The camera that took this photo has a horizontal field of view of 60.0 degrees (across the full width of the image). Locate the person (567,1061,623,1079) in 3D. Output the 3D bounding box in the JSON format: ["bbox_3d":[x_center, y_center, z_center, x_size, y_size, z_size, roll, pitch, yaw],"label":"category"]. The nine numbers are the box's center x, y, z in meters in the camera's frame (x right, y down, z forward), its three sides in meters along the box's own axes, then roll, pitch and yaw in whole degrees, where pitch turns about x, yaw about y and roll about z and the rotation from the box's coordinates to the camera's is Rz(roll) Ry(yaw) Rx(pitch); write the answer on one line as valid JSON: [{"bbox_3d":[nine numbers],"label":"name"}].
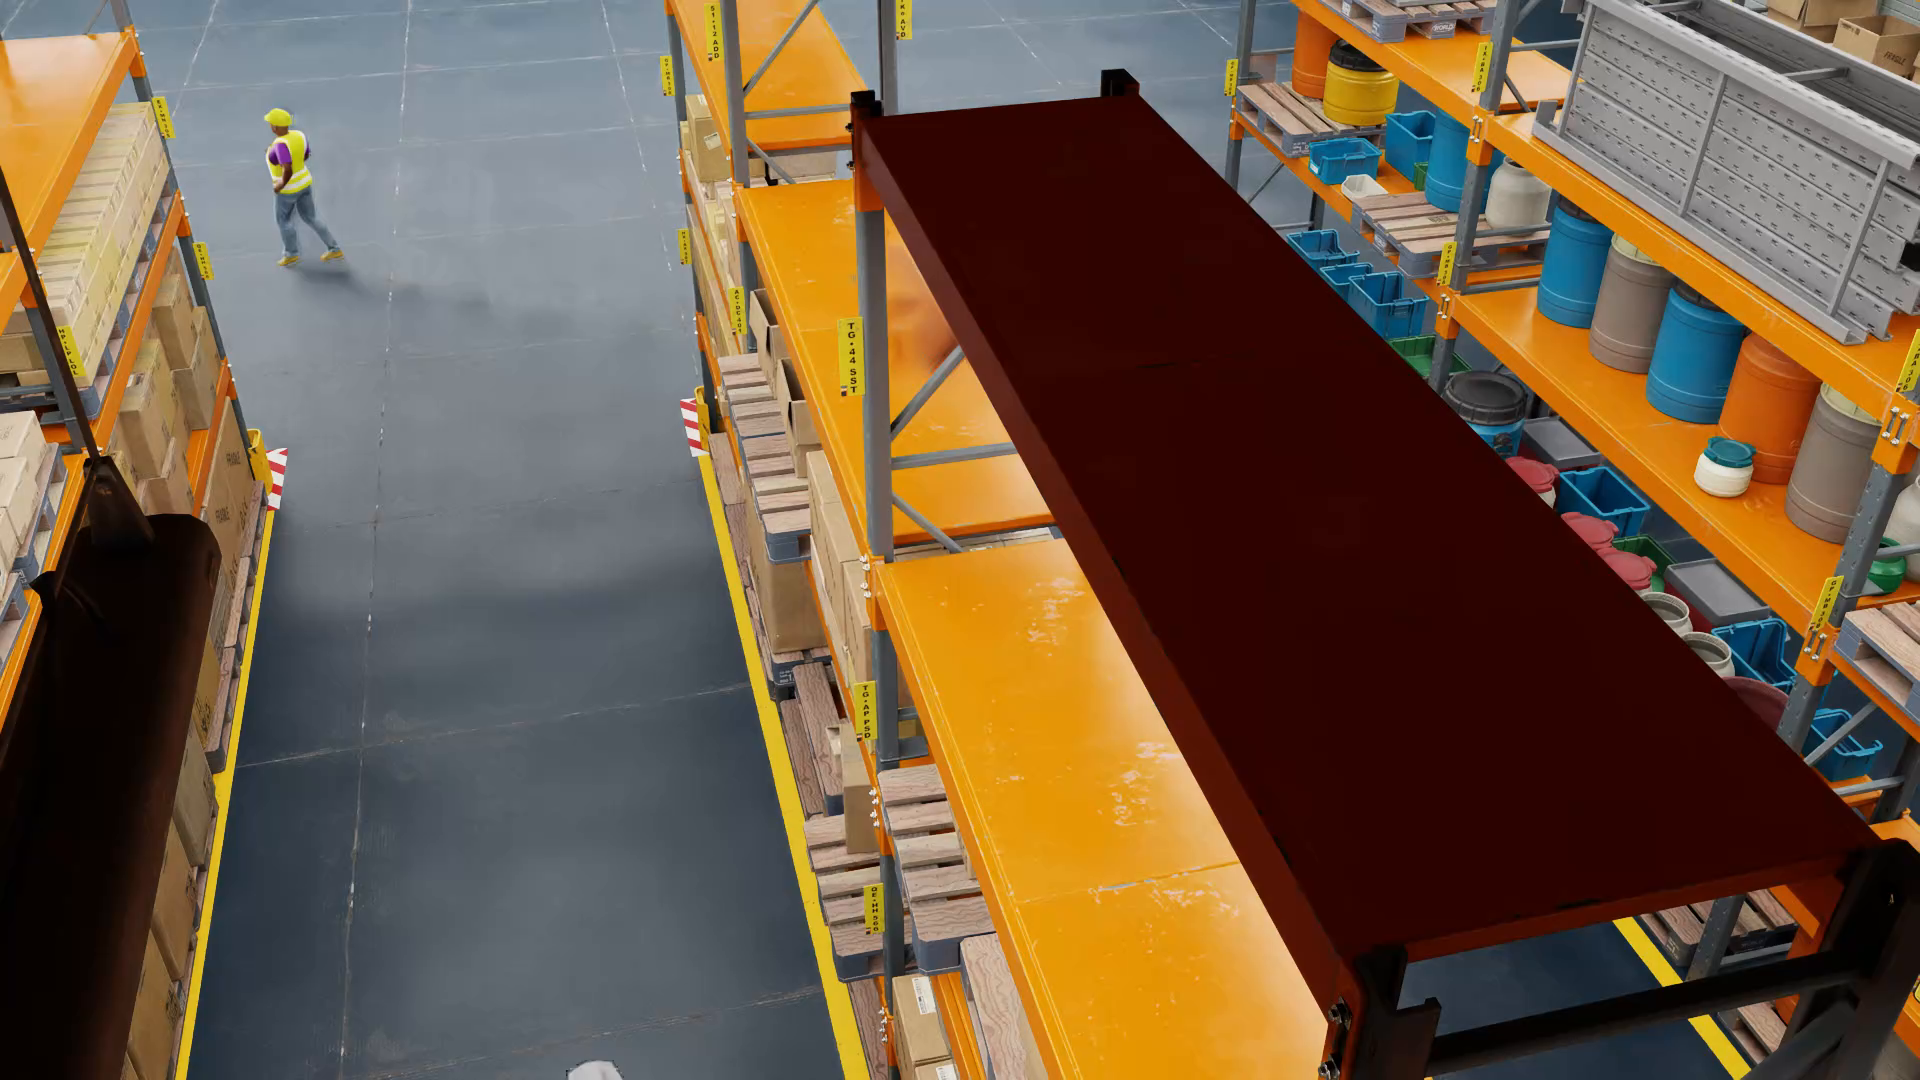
[{"bbox_3d":[-1.554,3.081,7.590,0.621,1.803,0.907,-12,36,-16],"label":"person"}]

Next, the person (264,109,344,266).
[{"bbox_3d":[-7.227,-3.801,18.053,0.815,1.808,0.682,12,36,17],"label":"person"}]

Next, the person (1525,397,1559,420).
[{"bbox_3d":[5.156,-1.234,14.428,0.562,1.656,0.595,-16,38,-22],"label":"person"}]
